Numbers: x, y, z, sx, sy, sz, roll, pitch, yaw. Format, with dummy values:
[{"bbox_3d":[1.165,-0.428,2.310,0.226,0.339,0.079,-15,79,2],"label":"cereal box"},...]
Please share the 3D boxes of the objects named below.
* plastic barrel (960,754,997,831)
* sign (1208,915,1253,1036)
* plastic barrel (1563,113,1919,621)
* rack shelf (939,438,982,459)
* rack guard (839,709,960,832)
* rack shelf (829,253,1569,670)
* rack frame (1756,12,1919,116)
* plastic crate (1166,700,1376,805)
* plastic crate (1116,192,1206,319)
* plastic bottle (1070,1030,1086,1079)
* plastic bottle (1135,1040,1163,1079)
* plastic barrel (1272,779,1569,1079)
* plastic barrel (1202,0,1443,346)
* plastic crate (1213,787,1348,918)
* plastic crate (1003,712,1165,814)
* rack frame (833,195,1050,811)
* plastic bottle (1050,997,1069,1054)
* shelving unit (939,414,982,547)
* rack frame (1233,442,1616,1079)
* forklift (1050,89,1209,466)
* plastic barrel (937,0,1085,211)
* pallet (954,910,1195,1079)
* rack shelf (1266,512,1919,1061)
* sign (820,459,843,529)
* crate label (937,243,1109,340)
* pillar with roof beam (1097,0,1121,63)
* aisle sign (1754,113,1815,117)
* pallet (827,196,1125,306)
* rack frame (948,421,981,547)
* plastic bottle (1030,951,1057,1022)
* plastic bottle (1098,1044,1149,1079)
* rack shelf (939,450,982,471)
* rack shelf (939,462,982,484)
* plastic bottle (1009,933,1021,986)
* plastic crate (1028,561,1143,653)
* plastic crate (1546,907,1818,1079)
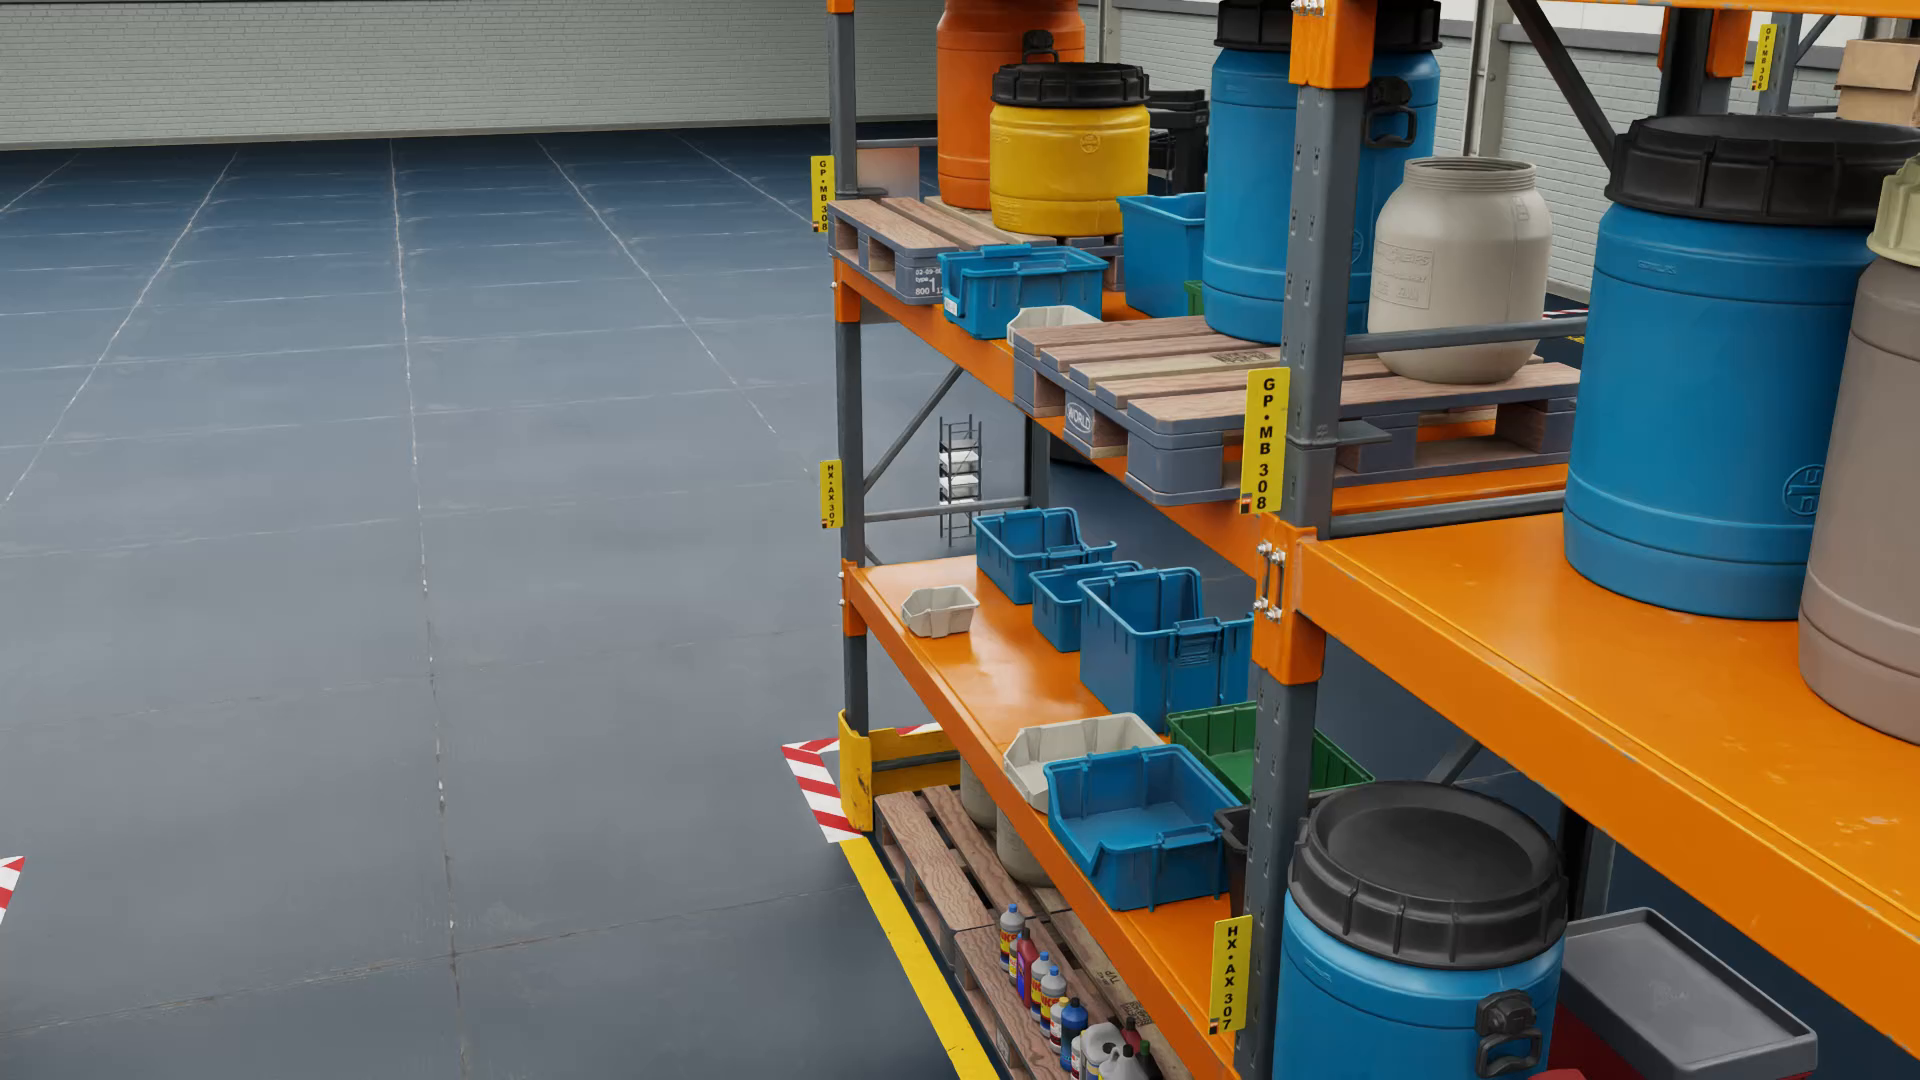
[{"bbox_3d":[0.212,1.039,7.645,0.421,0.512,0.421,0,20,0],"label":"plastic barrel"},{"bbox_3d":[0.664,1.071,4.087,0.100,0.325,0.005,-6,21,-17],"label":"sign"},{"bbox_3d":[1.556,-0.361,3.305,0.600,0.901,0.708,-6,21,-17],"label":"plastic barrel"},{"bbox_3d":[0.003,-0.644,11.677,0.258,0.077,0.200,-6,21,-17],"label":"rack shelf"},{"bbox_3d":[0.001,1.059,8.229,1.175,0.500,0.348,-6,21,-17],"label":"rack guard"},{"bbox_3d":[0.561,-0.568,5.688,1.077,0.370,4.000,-6,21,-17],"label":"rack shelf"},{"bbox_3d":[4.636,-3.486,8.308,1.000,3.000,0.127,-6,21,-17],"label":"rack frame"},{"bbox_3d":[1.031,0.781,5.619,0.450,0.188,0.662,-6,21,-17],"label":"plastic crate"},{"bbox_3d":[0.818,-0.961,5.742,0.392,0.384,0.575,-6,21,-17],"label":"plastic crate"},{"bbox_3d":[0.442,1.828,5.880,0.097,0.201,0.097,0,20,0],"label":"plastic bottle"},{"bbox_3d":[0.641,1.857,5.675,0.061,0.283,0.133,-6,21,-17],"label":"plastic bottle"},{"bbox_3d":[1.024,1.067,3.767,0.600,0.901,0.708,-6,21,-17],"label":"plastic barrel"},{"bbox_3d":[0.979,-1.029,4.545,0.600,0.901,0.708,-6,21,-17],"label":"plastic barrel"},{"bbox_3d":[1.146,0.994,4.803,0.767,0.338,0.504,-6,21,-17],"label":"plastic crate"},{"bbox_3d":[0.439,0.777,5.707,0.530,0.136,0.437,-6,21,-17],"label":"plastic crate"},{"bbox_3d":[-0.067,-0.137,7.861,1.000,3.000,0.127,-6,21,-17],"label":"rack frame"},{"bbox_3d":[0.377,1.762,6.063,0.097,0.201,0.097,0,20,0],"label":"plastic bottle"},{"bbox_3d":[0.003,-0.421,11.757,0.258,0.900,0.210,-6,21,-17],"label":"shelving unit"},{"bbox_3d":[1.190,1.147,4.287,1.000,3.000,0.127,-6,21,-17],"label":"rack frame"},{"bbox_3d":[1.809,-2.358,14.145,1.130,2.935,3.031,12,23,31],"label":"forklift"},{"bbox_3d":[0.206,-1.806,6.813,0.600,0.830,0.708,-6,21,-17],"label":"plastic barrel"},{"bbox_3d":[0.631,1.847,6.463,1.003,0.211,1.213,-6,21,-17],"label":"pallet"},{"bbox_3d":[1.819,0.715,2.115,1.077,0.370,4.000,-6,21,-17],"label":"rack shelf"},{"bbox_3d":[-0.591,-0.210,7.655,0.100,0.325,0.005,-6,21,-17],"label":"sign"},{"bbox_3d":[0.207,-0.843,5.609,0.502,0.251,0.408,-6,21,-17],"label":"crate label"},{"bbox_3d":[-1.251,-11.125,29.577,9.100,9.000,0.400,-6,21,-17],"label":"pillar with roof beam"},{"bbox_3d":[4.325,-1.874,8.851,0.394,0.787,0.004,-6,21,-17],"label":"aisle sign"},{"bbox_3d":[0.100,-1.184,6.617,1.003,0.211,1.213,-6,21,-17],"label":"pallet"},{"bbox_3d":[0.035,-0.388,11.666,0.240,0.900,0.006,-6,21,-17],"label":"rack frame"},{"bbox_3d":[0.314,1.665,6.229,0.097,0.271,0.097,0,20,0],"label":"plastic bottle"},{"bbox_3d":[0.552,1.845,5.610,0.144,0.351,0.185,-7,21,-18],"label":"plastic bottle"},{"bbox_3d":[0.003,-0.559,11.708,0.258,0.077,0.200,-6,21,-17],"label":"rack shelf"},{"bbox_3d":[0.003,-0.474,11.738,0.258,0.077,0.200,-6,21,-17],"label":"rack shelf"},{"bbox_3d":[0.239,1.621,6.455,0.097,0.201,0.097,0,20,0],"label":"plastic bottle"},{"bbox_3d":[0.573,0.271,6.945,0.499,0.251,0.408,-6,21,-17],"label":"plastic crate"},{"bbox_3d":[1.633,1.239,3.934,0.402,0.464,0.583,-6,21,-17],"label":"plastic crate"}]
